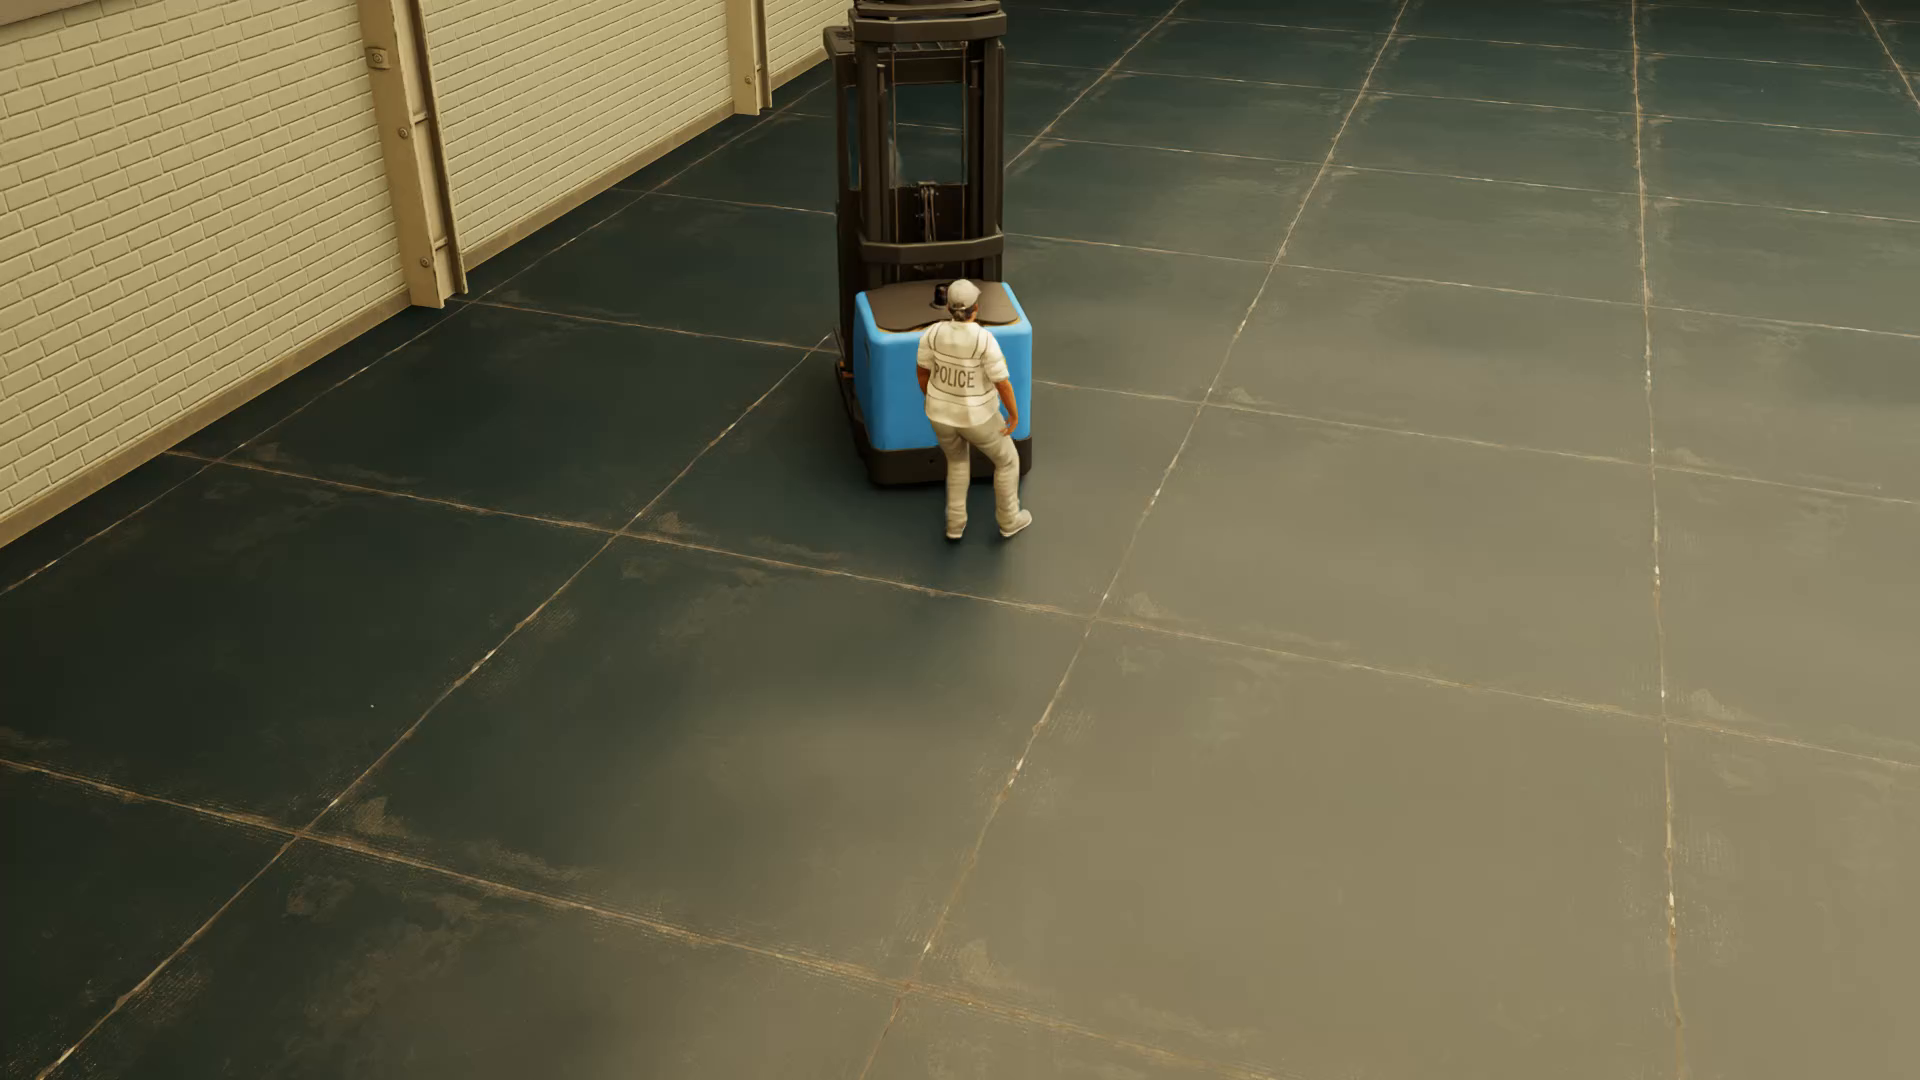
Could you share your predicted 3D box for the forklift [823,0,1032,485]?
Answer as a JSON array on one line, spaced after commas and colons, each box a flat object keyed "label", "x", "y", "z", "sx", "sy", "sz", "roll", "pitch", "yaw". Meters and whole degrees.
[{"label": "forklift", "x": -0.301, "y": -2.337, "z": 11.237, "sx": 1.130, "sy": 2.935, "sz": 3.031, "roll": -5, "pitch": 30, "yaw": -9}]

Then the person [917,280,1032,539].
[{"label": "person", "x": 0.078, "y": -0.783, "z": 9.840, "sx": 0.616, "sy": 1.655, "sz": 0.541, "roll": 13, "pitch": 32, "yaw": 22}]
